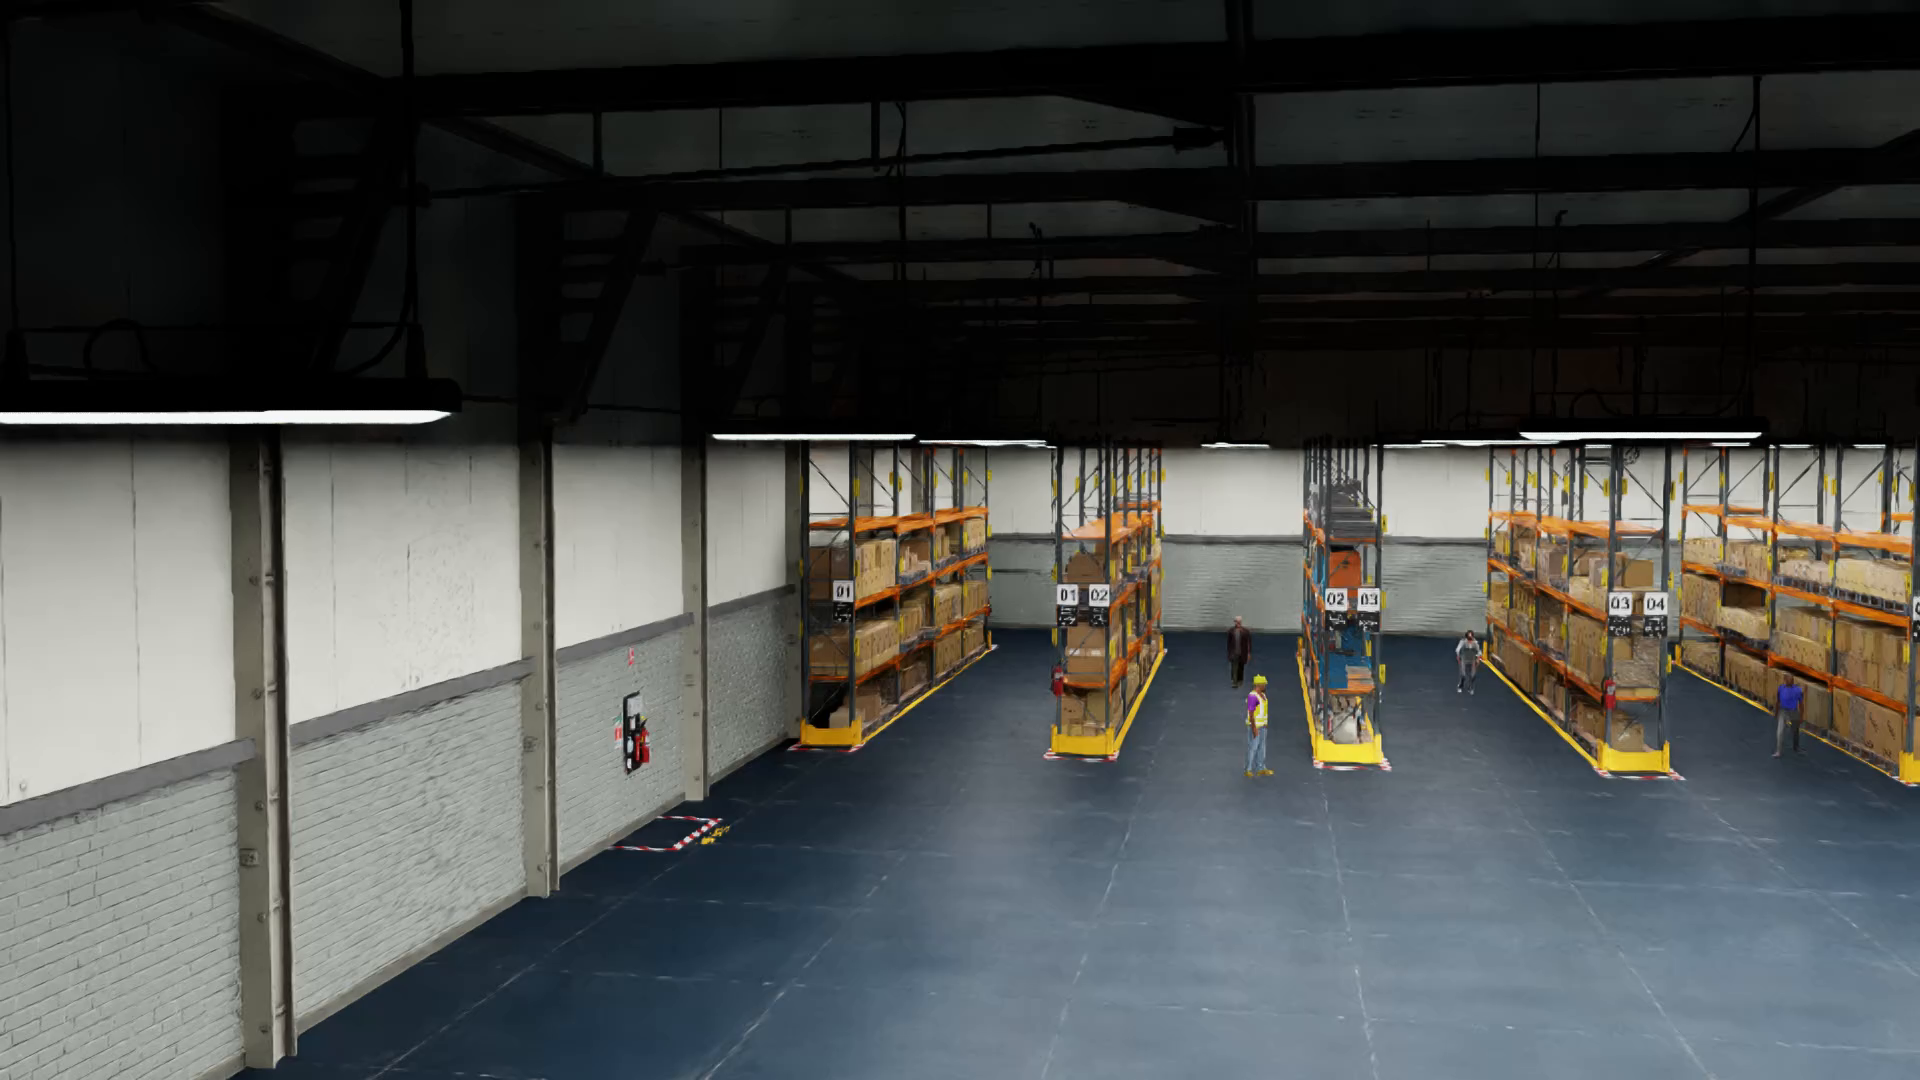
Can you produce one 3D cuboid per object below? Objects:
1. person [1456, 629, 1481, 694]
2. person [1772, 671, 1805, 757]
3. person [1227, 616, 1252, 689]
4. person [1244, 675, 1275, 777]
[{"bbox_3d":[11.925,2.848,39.029,0.564,1.541,0.519,0,3,7],"label":"person"},{"bbox_3d":[15.503,3.242,31.074,0.498,1.598,0.944,2,4,33],"label":"person"},{"bbox_3d":[6.715,2.741,39.998,0.600,1.629,1.094,1,3,9],"label":"person"},{"bbox_3d":[5.226,3.246,29.140,0.428,1.770,0.652,2,4,33],"label":"person"}]
